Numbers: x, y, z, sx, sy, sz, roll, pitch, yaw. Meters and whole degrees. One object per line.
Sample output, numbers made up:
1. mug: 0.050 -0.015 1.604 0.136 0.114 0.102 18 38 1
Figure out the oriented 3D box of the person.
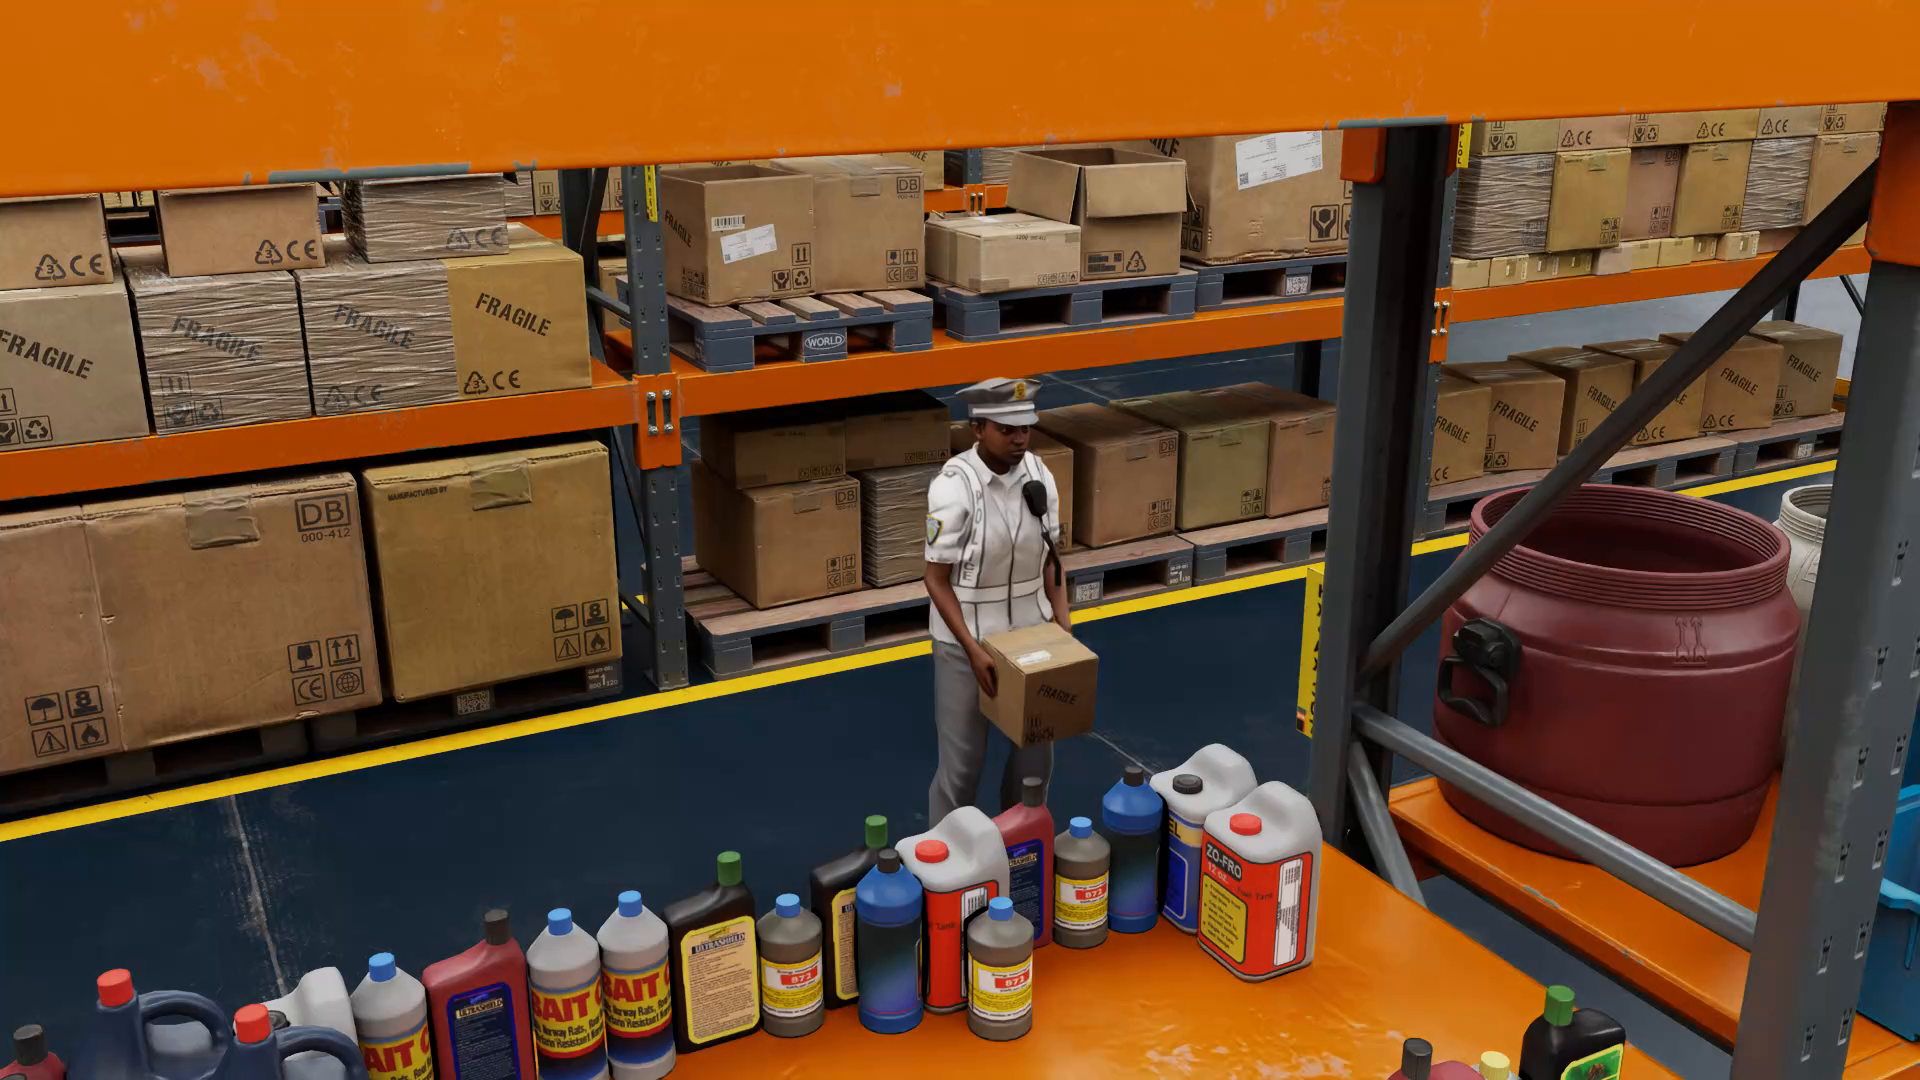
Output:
1. person: 0.122 0.322 5.070 0.479 1.680 0.428 -10 21 -28
